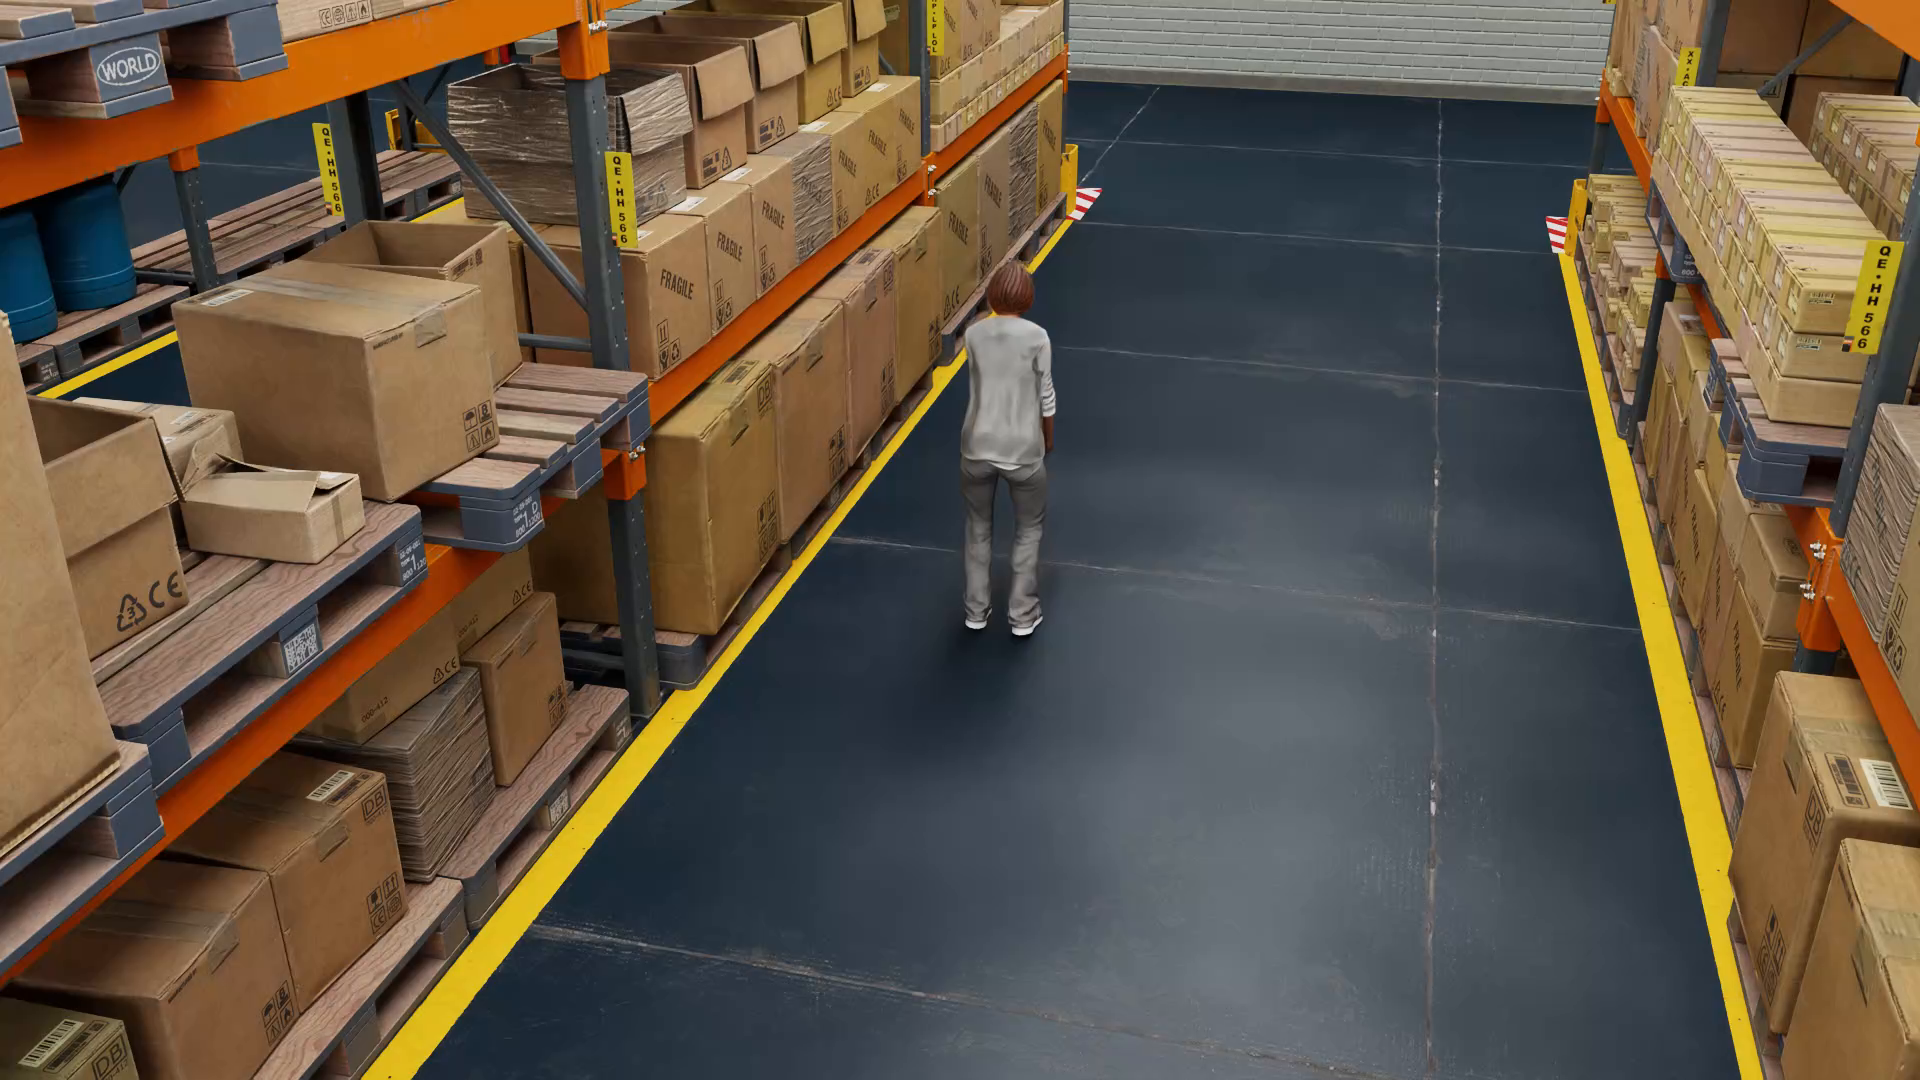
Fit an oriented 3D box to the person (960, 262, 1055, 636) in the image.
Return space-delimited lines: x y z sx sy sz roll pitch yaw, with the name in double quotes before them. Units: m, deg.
"person" 0.193 -0.385 6.935 0.374 1.594 0.513 6 26 12
